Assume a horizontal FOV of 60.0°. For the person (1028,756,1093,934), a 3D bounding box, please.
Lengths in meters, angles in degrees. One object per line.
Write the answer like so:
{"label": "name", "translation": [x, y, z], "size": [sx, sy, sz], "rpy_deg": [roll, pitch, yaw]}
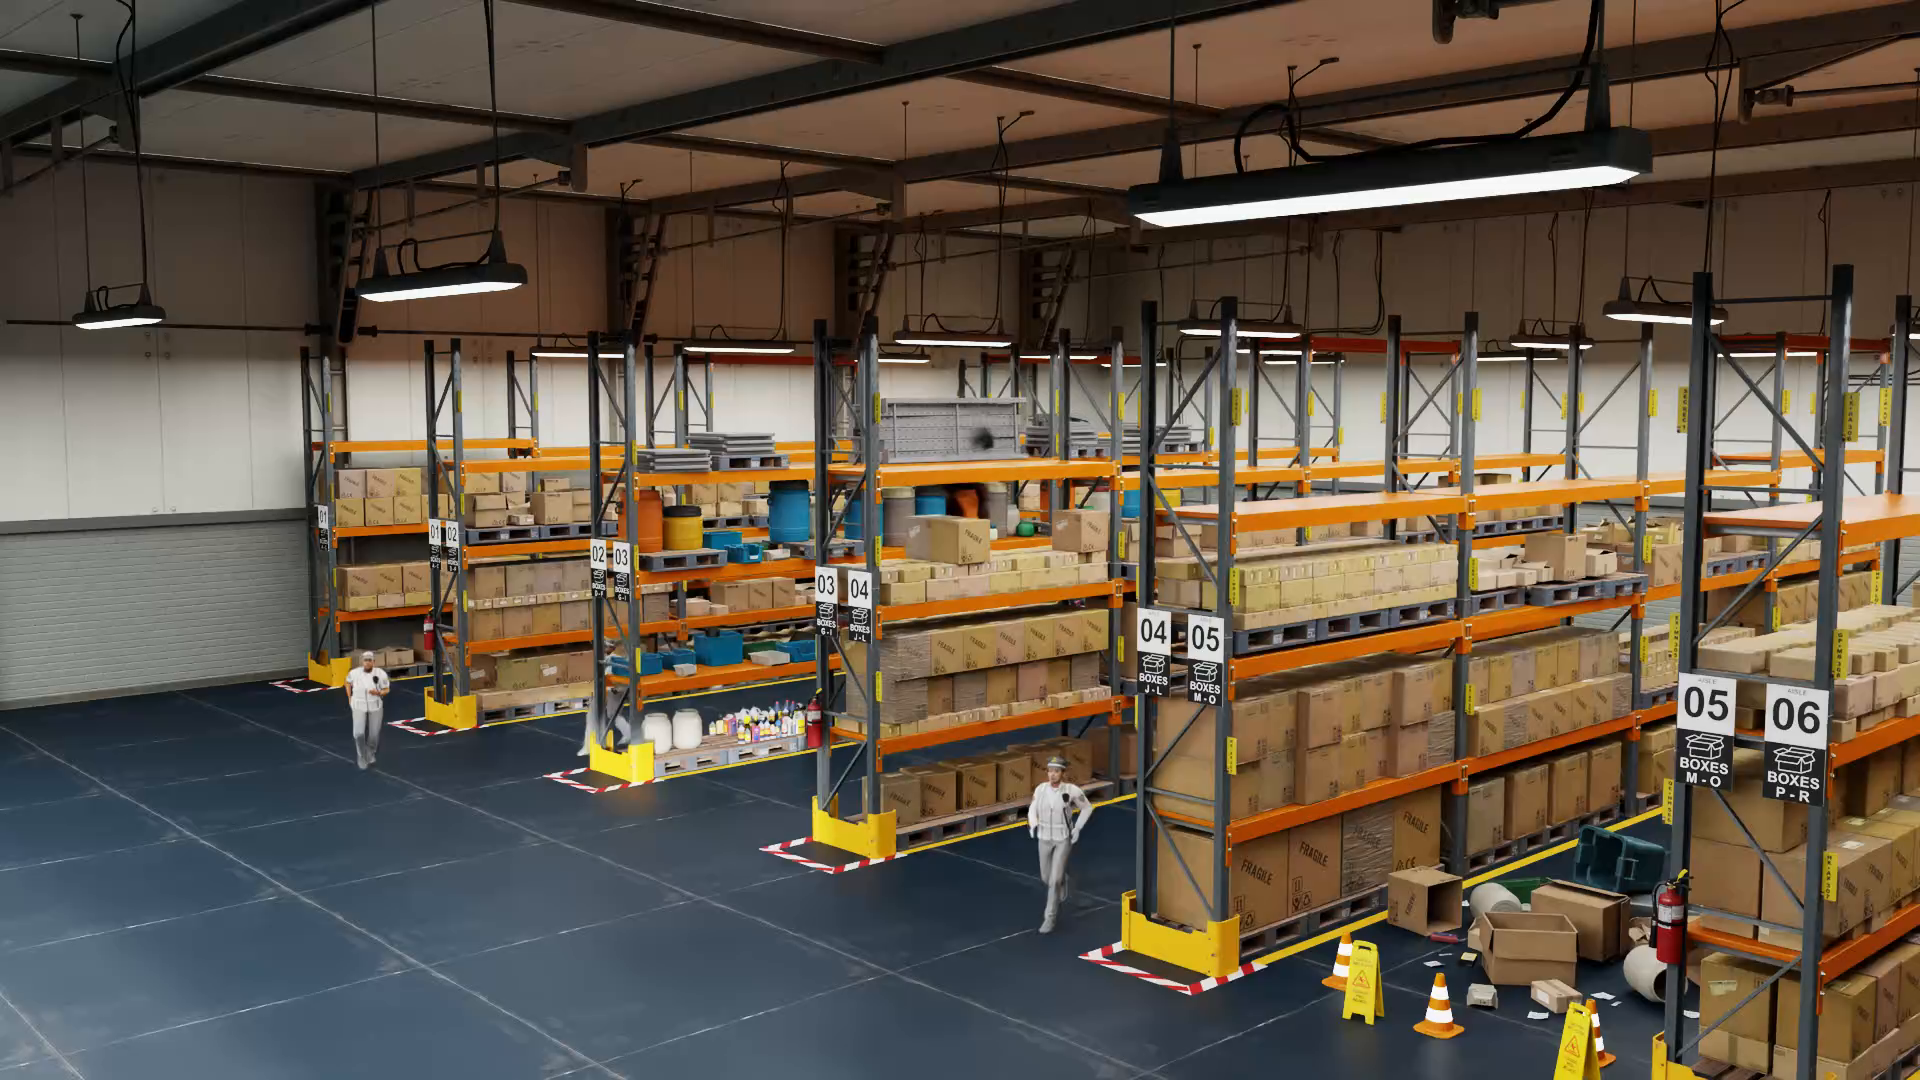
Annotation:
{"label": "person", "translation": [0.963, 2.931, 16.222], "size": [0.627, 1.688, 0.789], "rpy_deg": [2, 5, 21]}

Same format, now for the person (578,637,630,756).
{"label": "person", "translation": [-5.046, 2.222, 23.969], "size": [0.586, 1.710, 0.901], "rpy_deg": [4, 7, 41]}

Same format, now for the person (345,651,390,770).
{"label": "person", "translation": [-8.139, 2.336, 22.865], "size": [0.583, 1.642, 0.743], "rpy_deg": [-2, 5, -19]}
